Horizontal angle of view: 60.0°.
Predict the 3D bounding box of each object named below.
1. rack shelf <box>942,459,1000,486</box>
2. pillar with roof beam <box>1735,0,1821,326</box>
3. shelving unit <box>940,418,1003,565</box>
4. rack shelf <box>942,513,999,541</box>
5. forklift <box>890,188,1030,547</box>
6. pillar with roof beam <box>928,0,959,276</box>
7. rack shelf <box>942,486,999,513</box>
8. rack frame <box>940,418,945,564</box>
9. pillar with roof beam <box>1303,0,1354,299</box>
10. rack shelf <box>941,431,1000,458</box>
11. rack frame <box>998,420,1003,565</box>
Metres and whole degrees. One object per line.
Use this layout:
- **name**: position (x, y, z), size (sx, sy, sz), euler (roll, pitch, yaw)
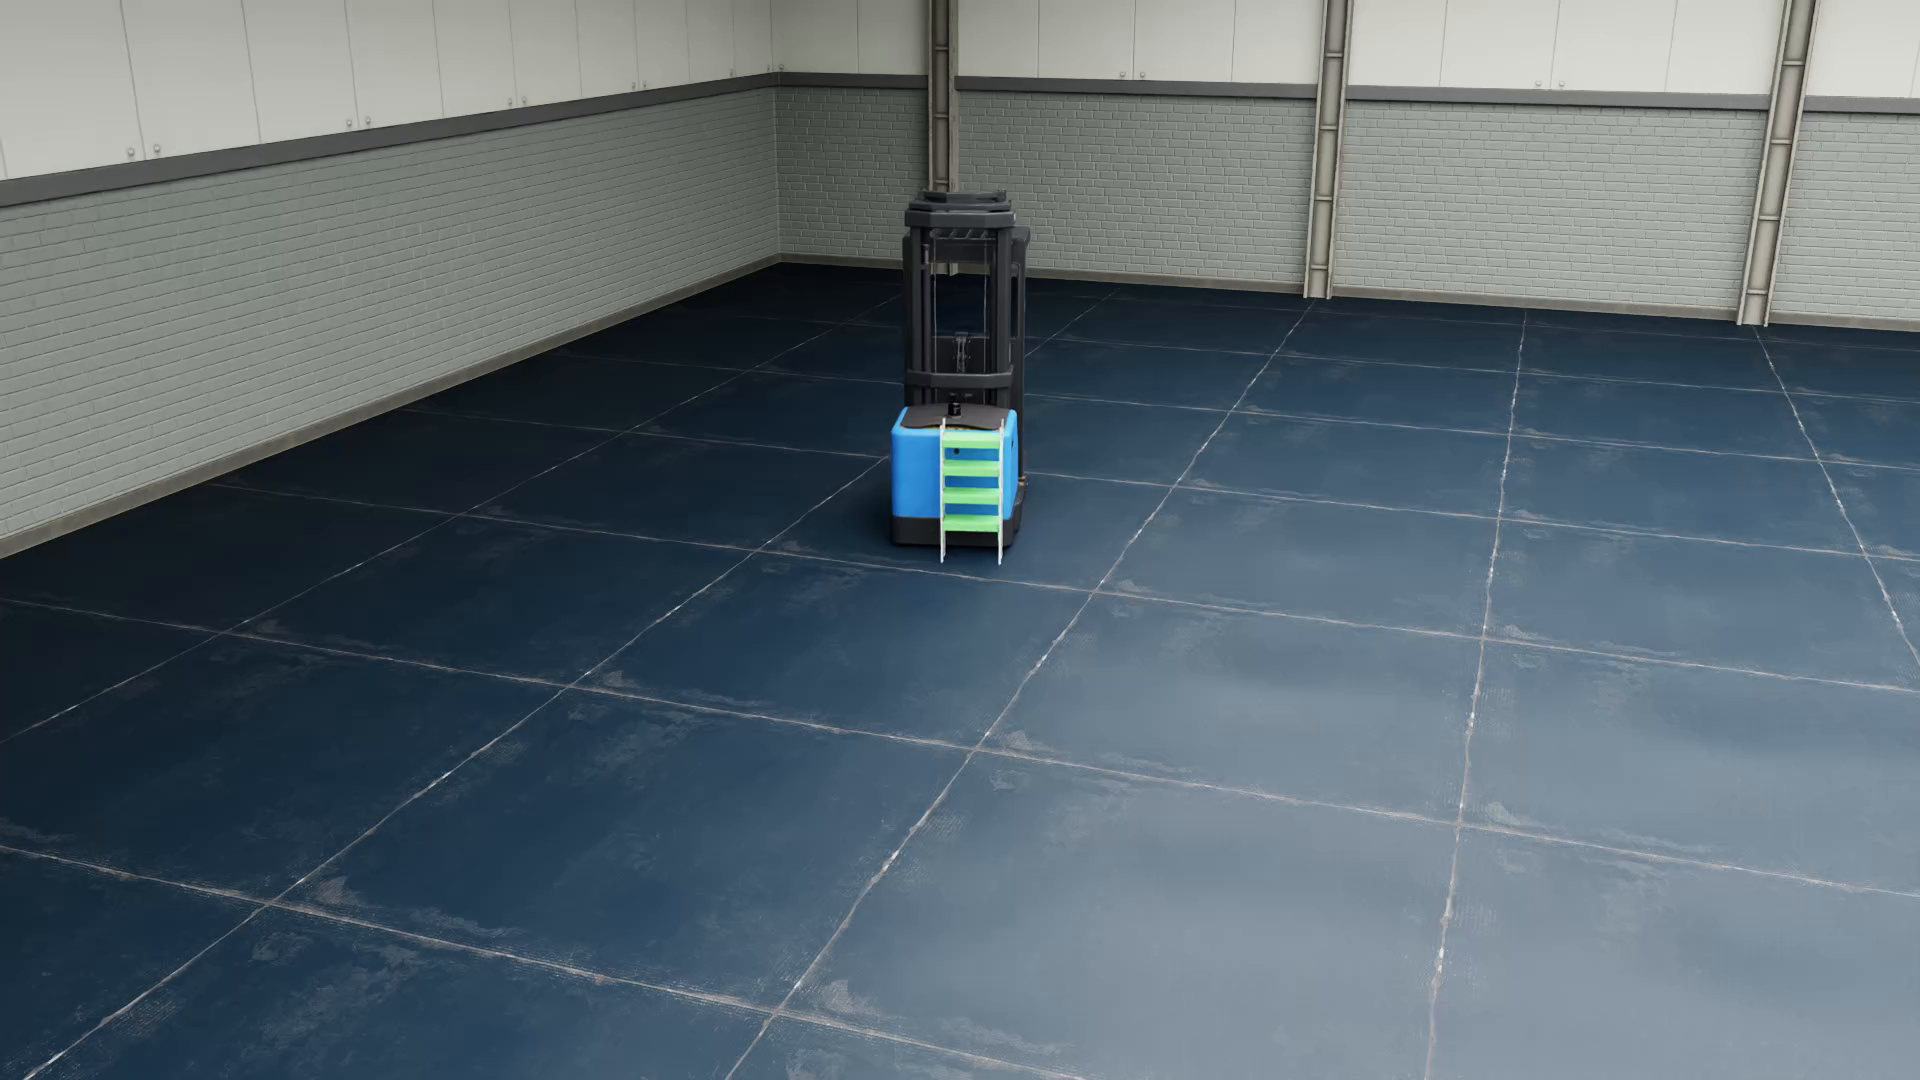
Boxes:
- **rack shelf**: position (0.098, -0.566, 13.842), size (0.480, 0.148, 0.258), euler (2, 19, 5)
- **pillar with roof beam**: position (9.663, -5.944, 17.956), size (0.400, 9.000, 9.100), euler (7, 20, 18)
- **shelving unit**: position (0.098, -0.400, 13.899), size (0.503, 1.200, 0.258), euler (2, 19, 5)
- **rack shelf**: position (0.098, -0.113, 14.000), size (0.480, 0.148, 0.258), euler (2, 19, 5)
- **forklift**: position (0.060, -1.767, 15.192), size (1.130, 2.935, 3.031), euler (2, 19, 5)
- **pillar with roof beam**: position (-1.673, -7.240, 21.675), size (0.400, 9.000, 9.100), euler (7, 20, 18)
- **rack shelf**: position (0.098, -0.339, 13.921), size (0.480, 0.148, 0.258), euler (2, 19, 5)
- **rack frame**: position (-0.145, -0.407, 13.920), size (0.015, 1.200, 0.240), euler (2, 19, 5)
- **pillar with roof beam**: position (3.995, -6.592, 19.815), size (0.400, 9.000, 9.100), euler (7, 20, 18)
- **rack shelf**: position (0.098, -0.792, 13.763), size (0.480, 0.148, 0.258), euler (2, 19, 5)
- **rack frame**: position (0.341, -0.392, 13.879), size (0.015, 1.200, 0.240), euler (2, 19, 5)
